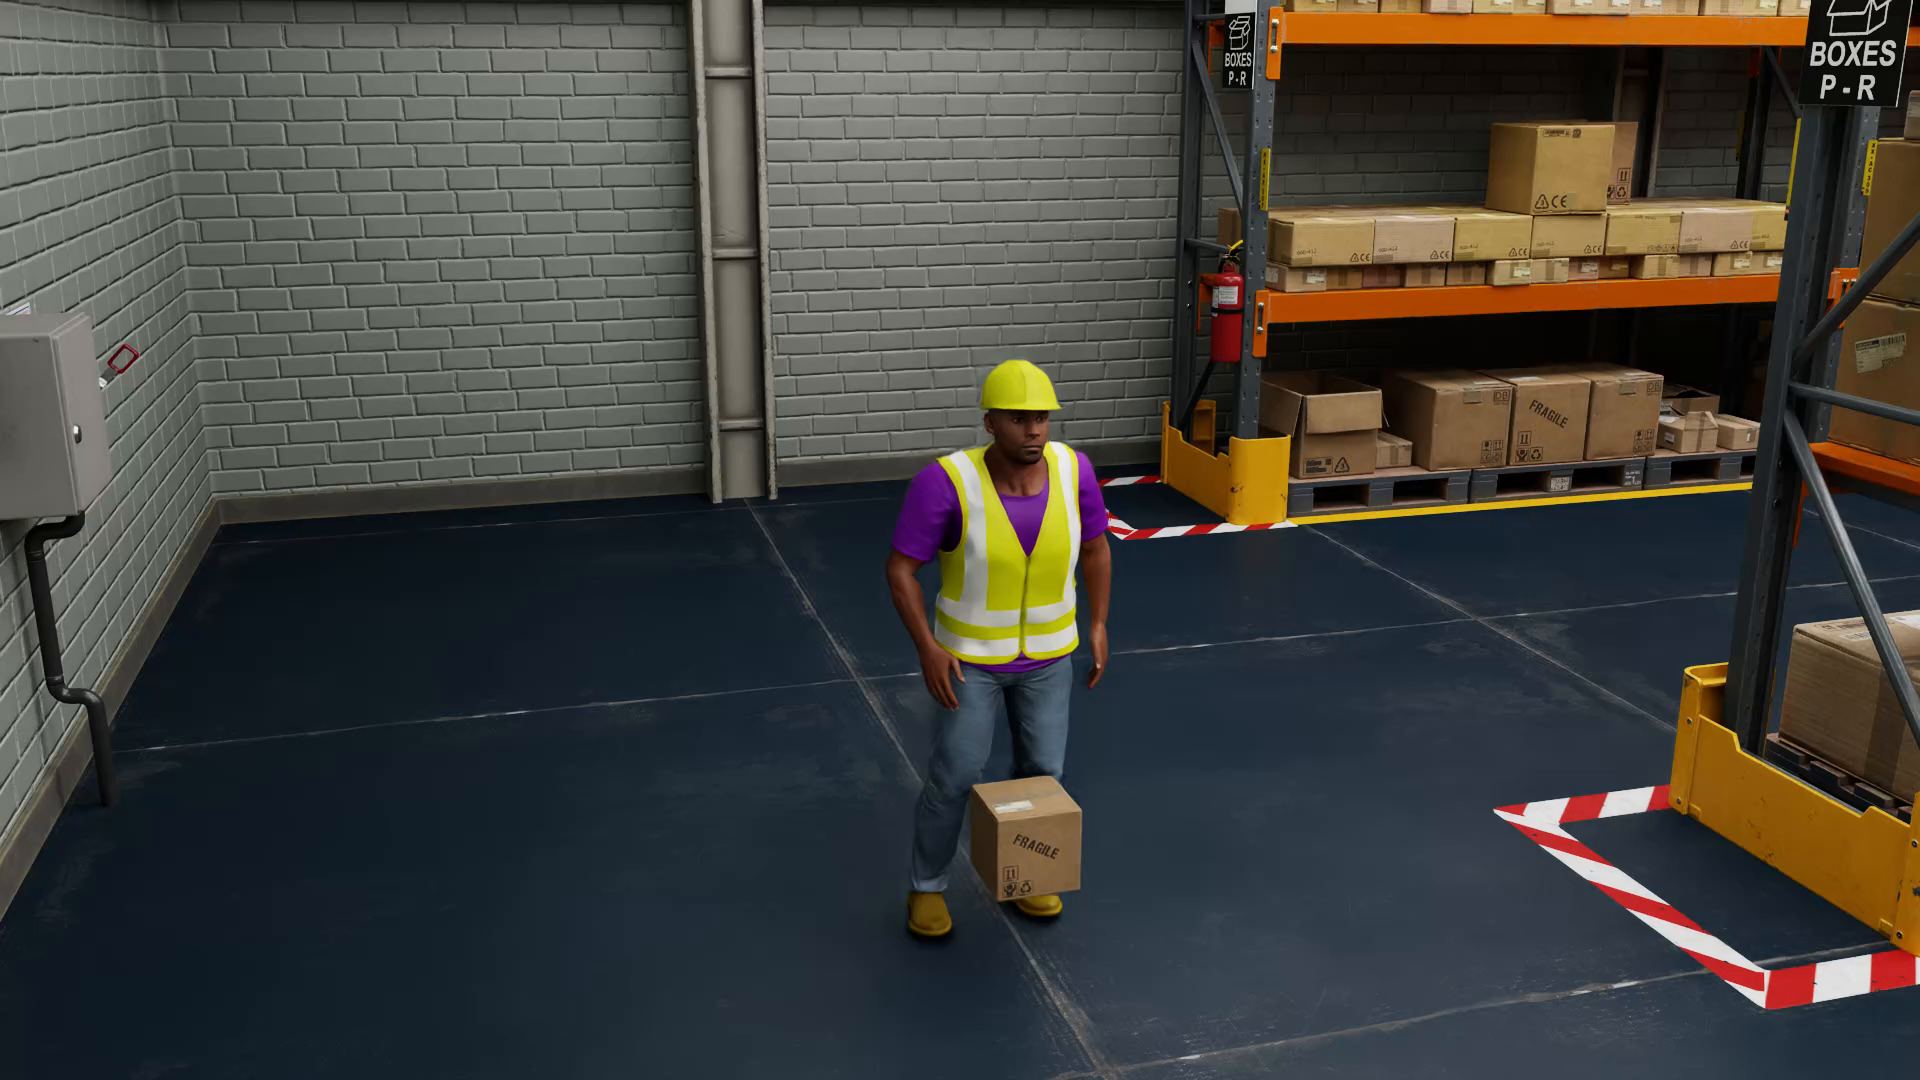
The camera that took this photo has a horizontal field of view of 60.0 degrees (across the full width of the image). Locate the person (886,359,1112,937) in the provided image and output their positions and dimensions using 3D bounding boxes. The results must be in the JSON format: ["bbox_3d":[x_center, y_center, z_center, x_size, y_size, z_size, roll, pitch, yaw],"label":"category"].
[{"bbox_3d":[0.128,0.328,4.866,0.689,1.746,0.487,-5,17,-16],"label":"person"}]
